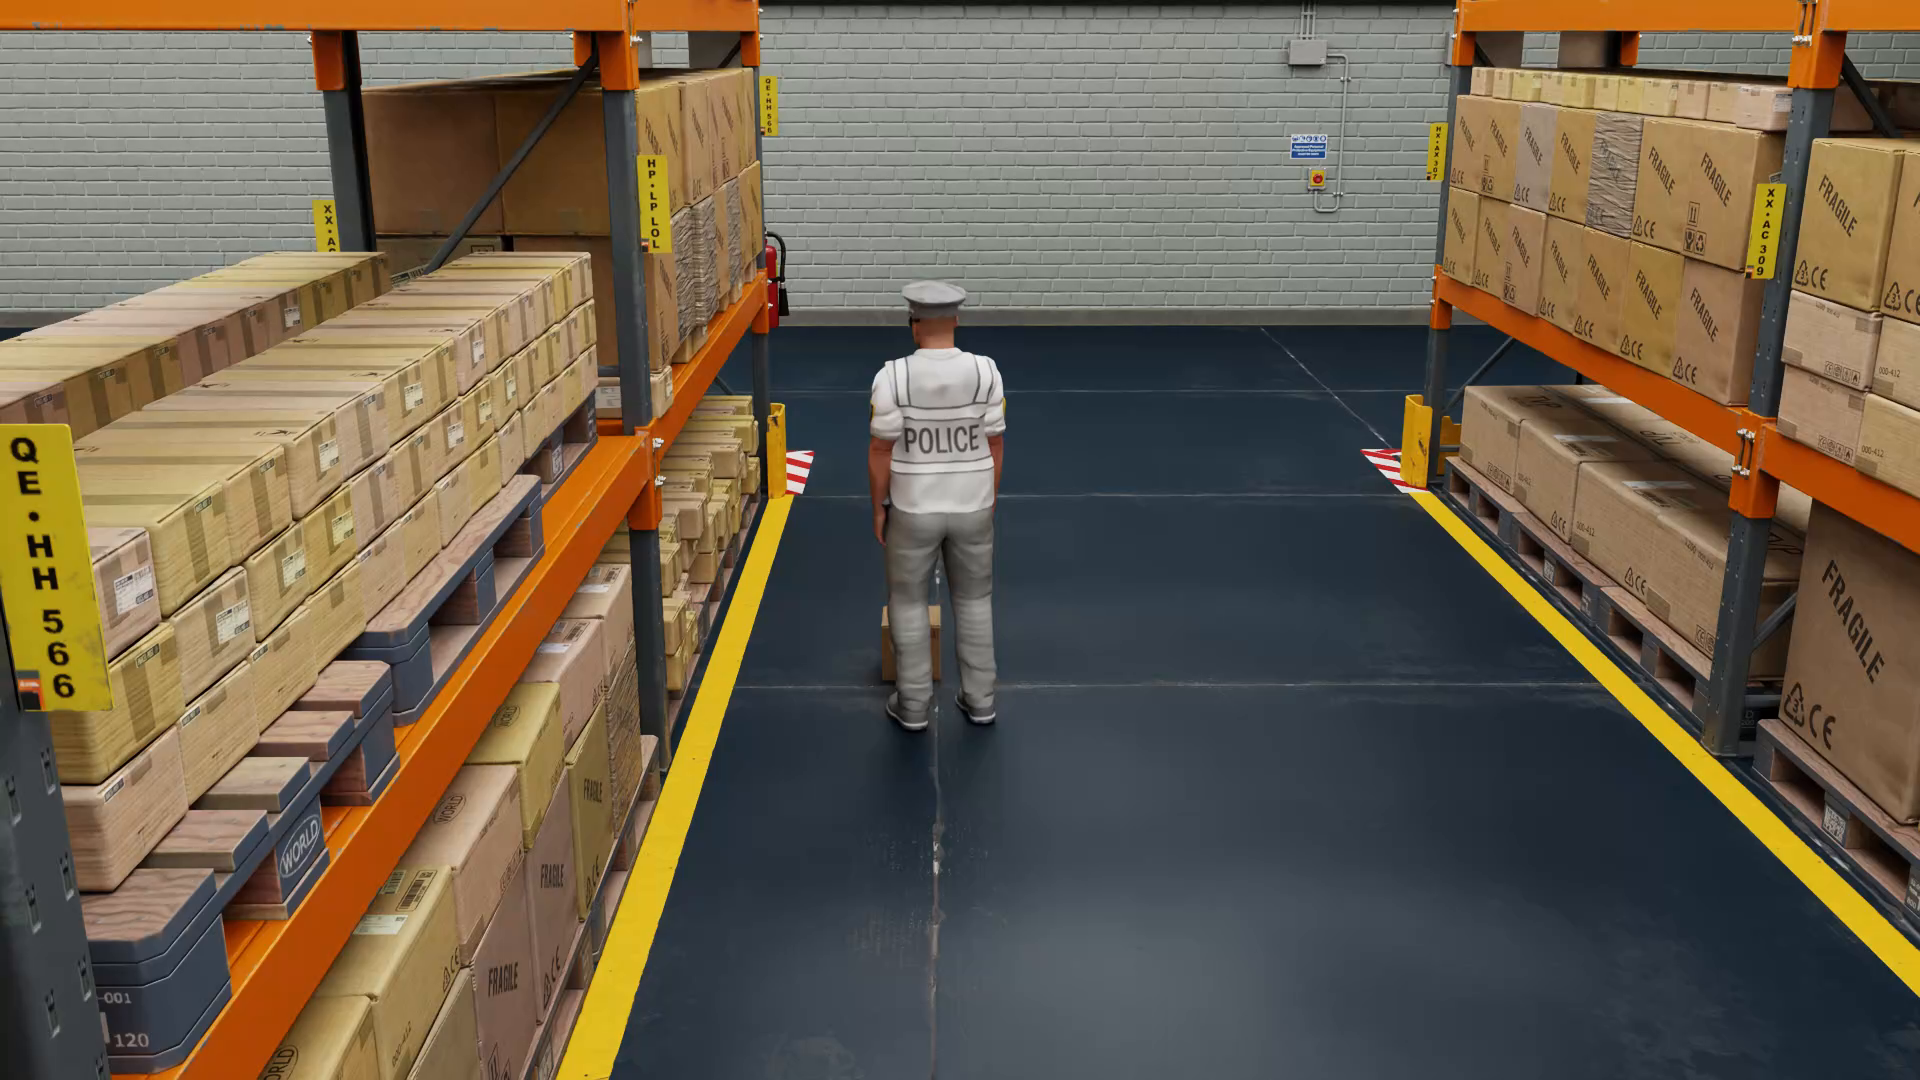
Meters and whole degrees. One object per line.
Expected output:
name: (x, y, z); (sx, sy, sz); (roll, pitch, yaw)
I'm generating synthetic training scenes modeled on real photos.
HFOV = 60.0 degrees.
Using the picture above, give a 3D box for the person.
person: (-0.099, -0.125, 6.456); (0.528, 1.744, 0.393); (-4, 17, -12)
